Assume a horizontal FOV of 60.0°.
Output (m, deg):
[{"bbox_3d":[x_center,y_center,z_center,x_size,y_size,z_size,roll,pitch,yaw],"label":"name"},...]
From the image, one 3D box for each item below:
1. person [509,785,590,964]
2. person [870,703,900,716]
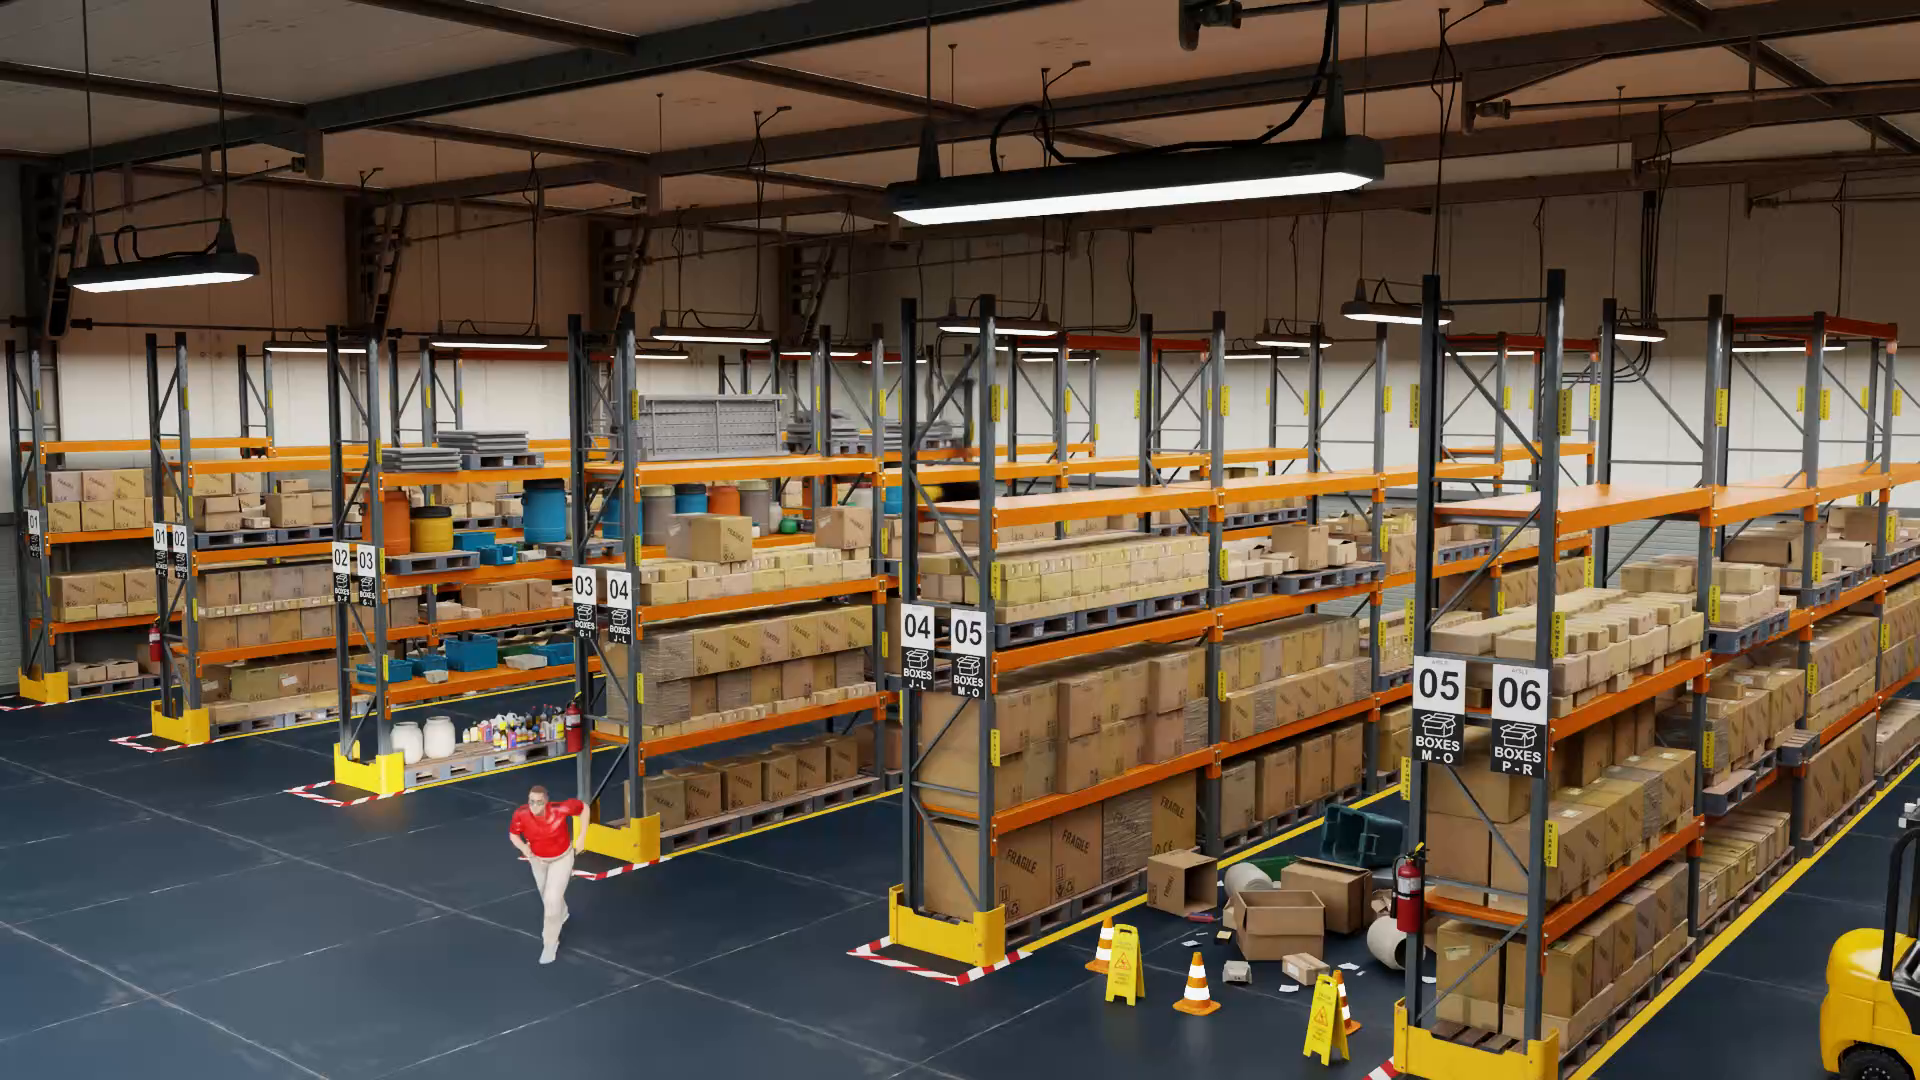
[{"bbox_3d":[-3.750,3.012,15.334,0.707,1.695,1.018,0,5,2],"label":"person"},{"bbox_3d":[-1.116,2.075,24.903,0.702,1.726,0.598,4,7,39],"label":"person"}]
